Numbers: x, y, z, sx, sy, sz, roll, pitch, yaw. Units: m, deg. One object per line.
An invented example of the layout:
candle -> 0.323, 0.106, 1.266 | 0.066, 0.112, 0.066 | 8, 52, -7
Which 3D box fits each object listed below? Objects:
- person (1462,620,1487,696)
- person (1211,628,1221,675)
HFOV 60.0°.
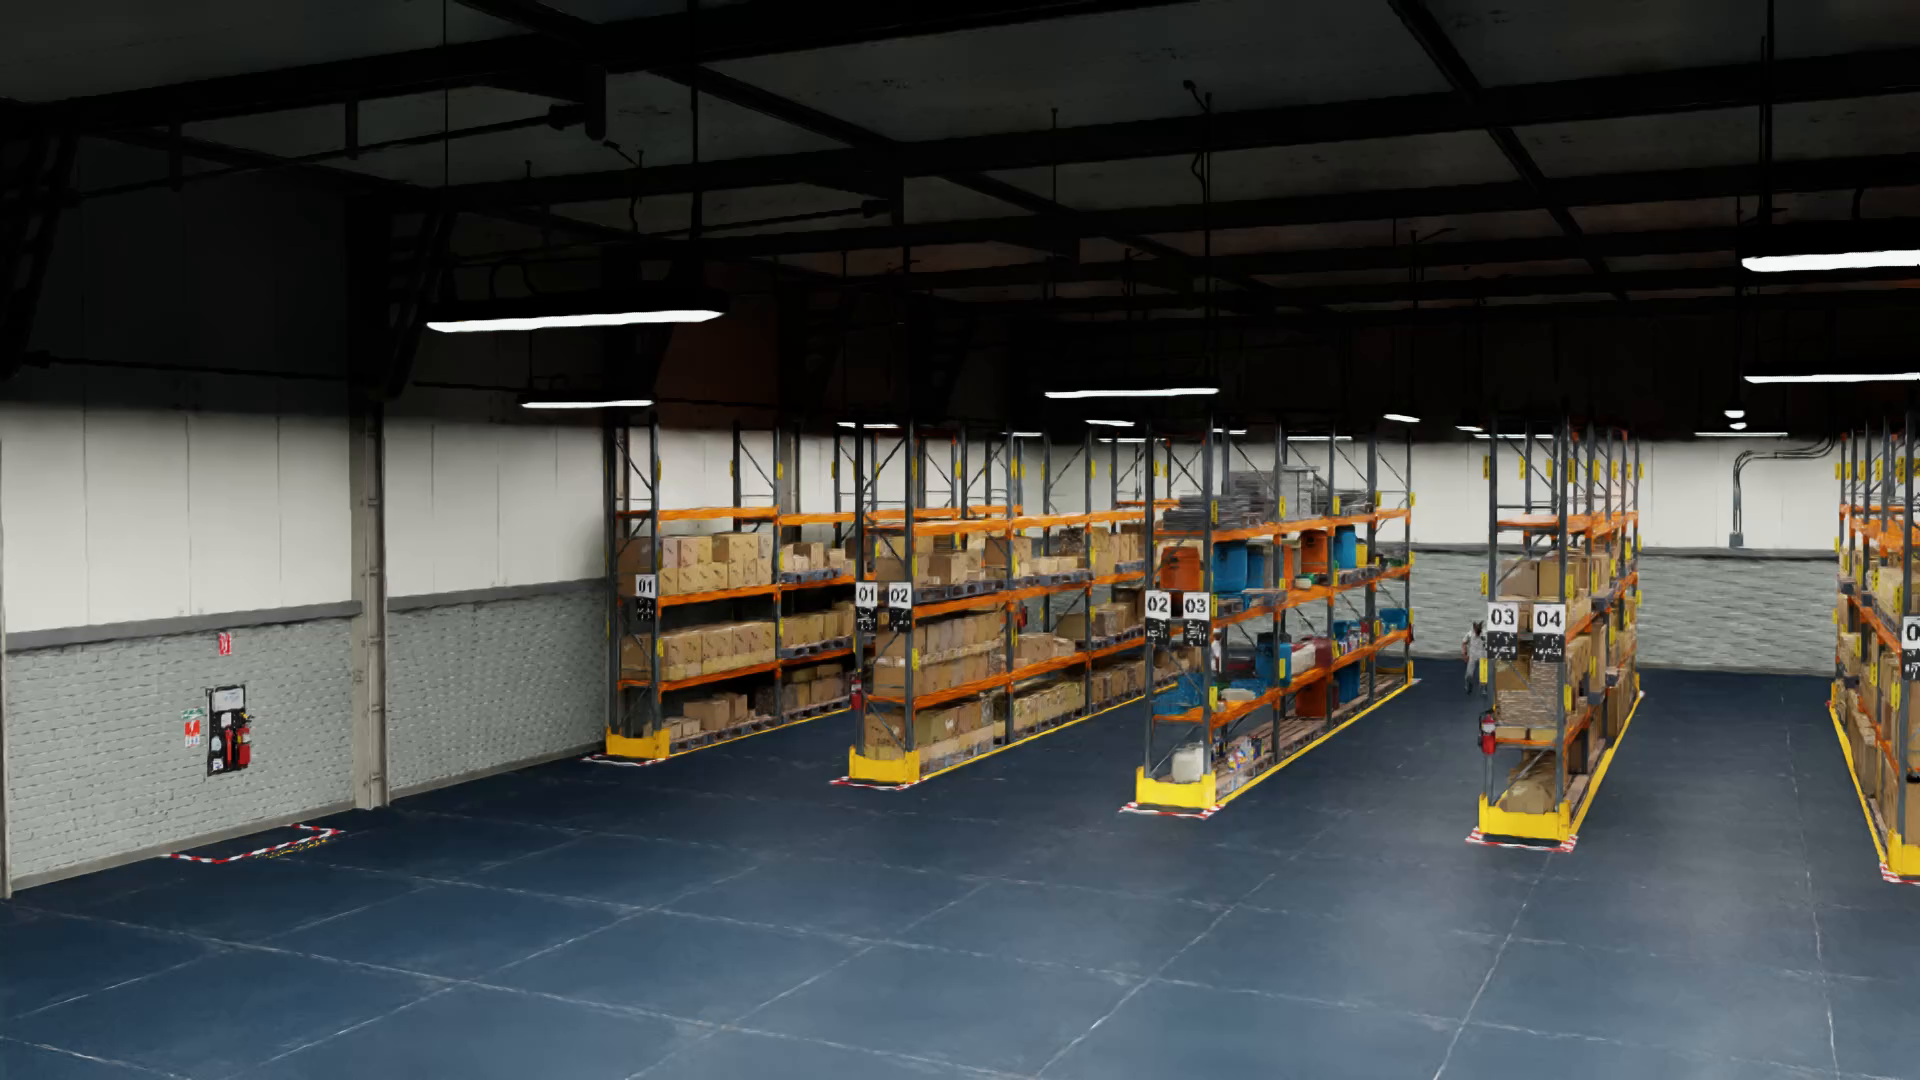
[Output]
person -> 11.480, 2.602, 36.877 | 0.682, 1.710, 0.536 | 1, 3, 23
person -> 5.300, 2.663, 34.201 | 0.456, 1.768, 0.628 | 0, 2, -2
